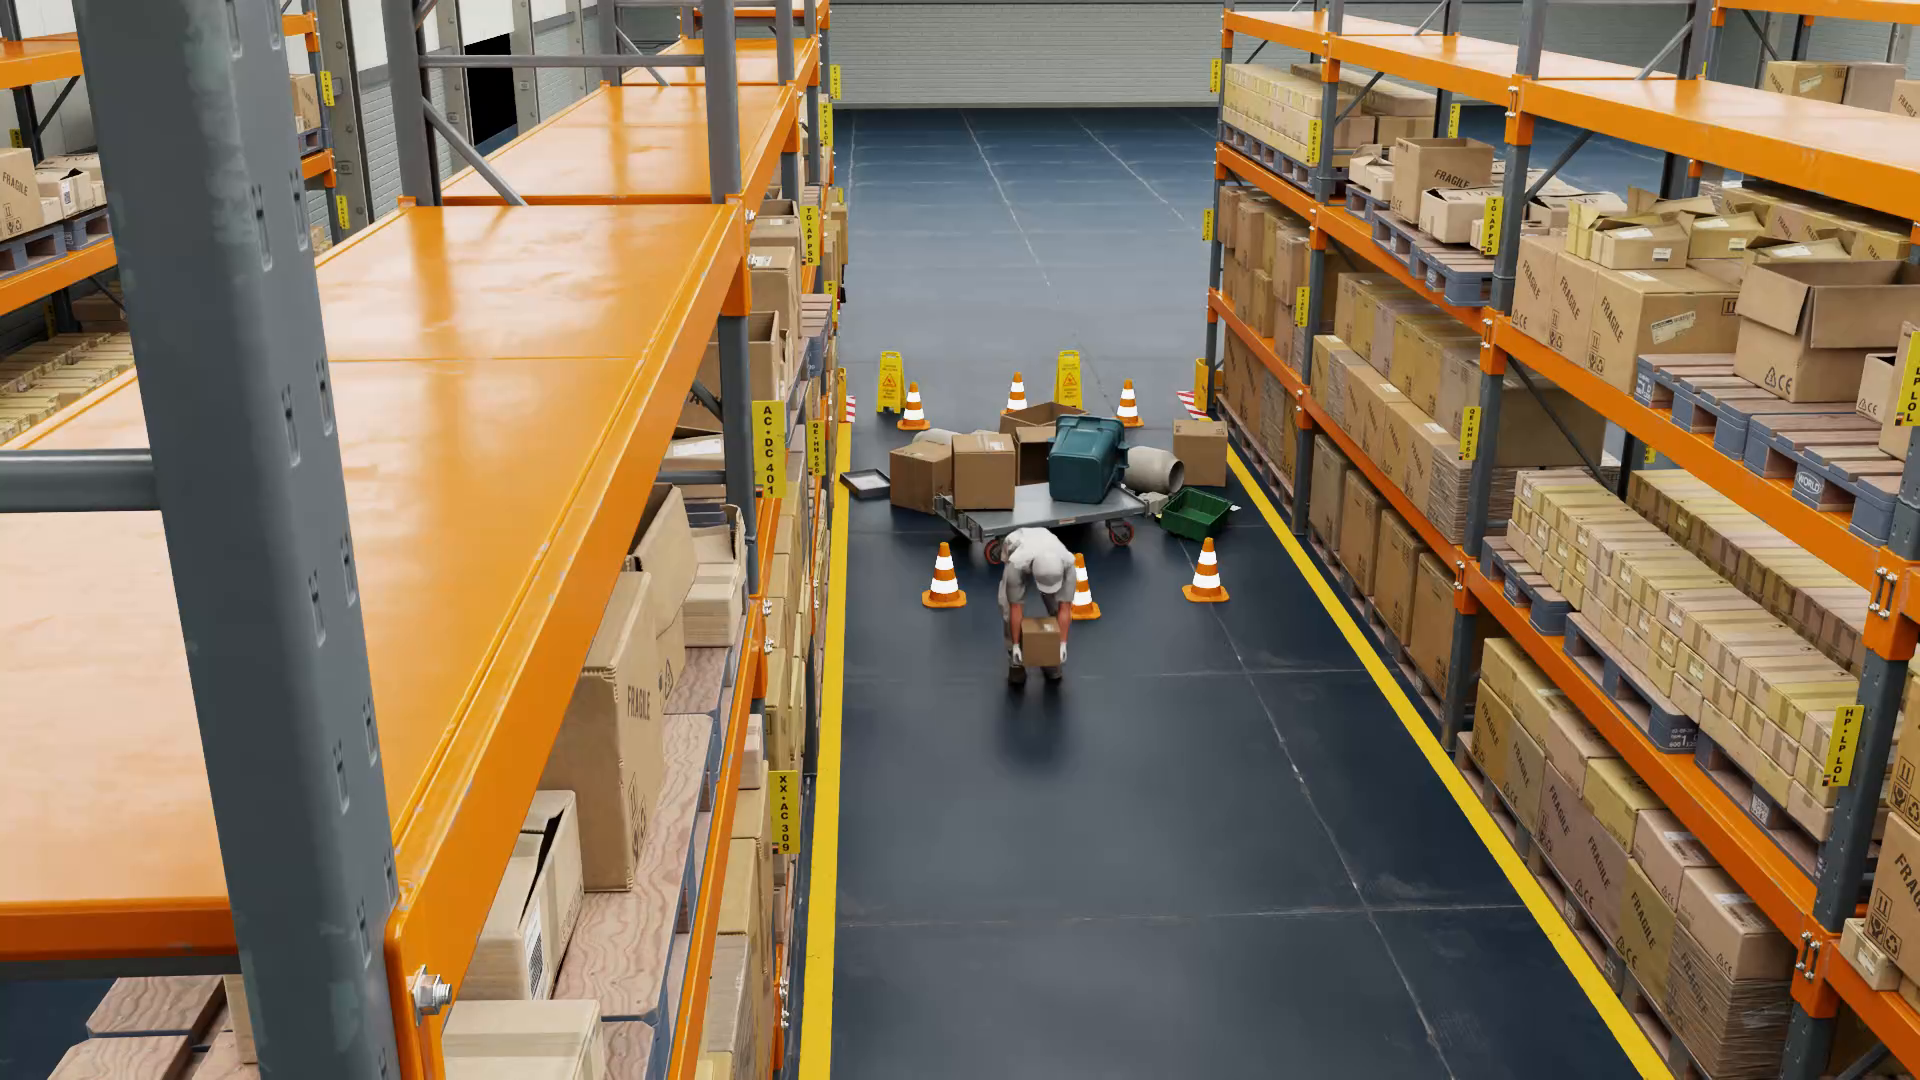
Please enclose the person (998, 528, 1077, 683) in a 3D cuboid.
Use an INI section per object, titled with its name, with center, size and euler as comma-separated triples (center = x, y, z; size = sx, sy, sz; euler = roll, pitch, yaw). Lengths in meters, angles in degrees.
[person]
center = 0.529, 0.471, 11.234
size = 0.520, 1.113, 0.953
euler = -2, 20, -6
